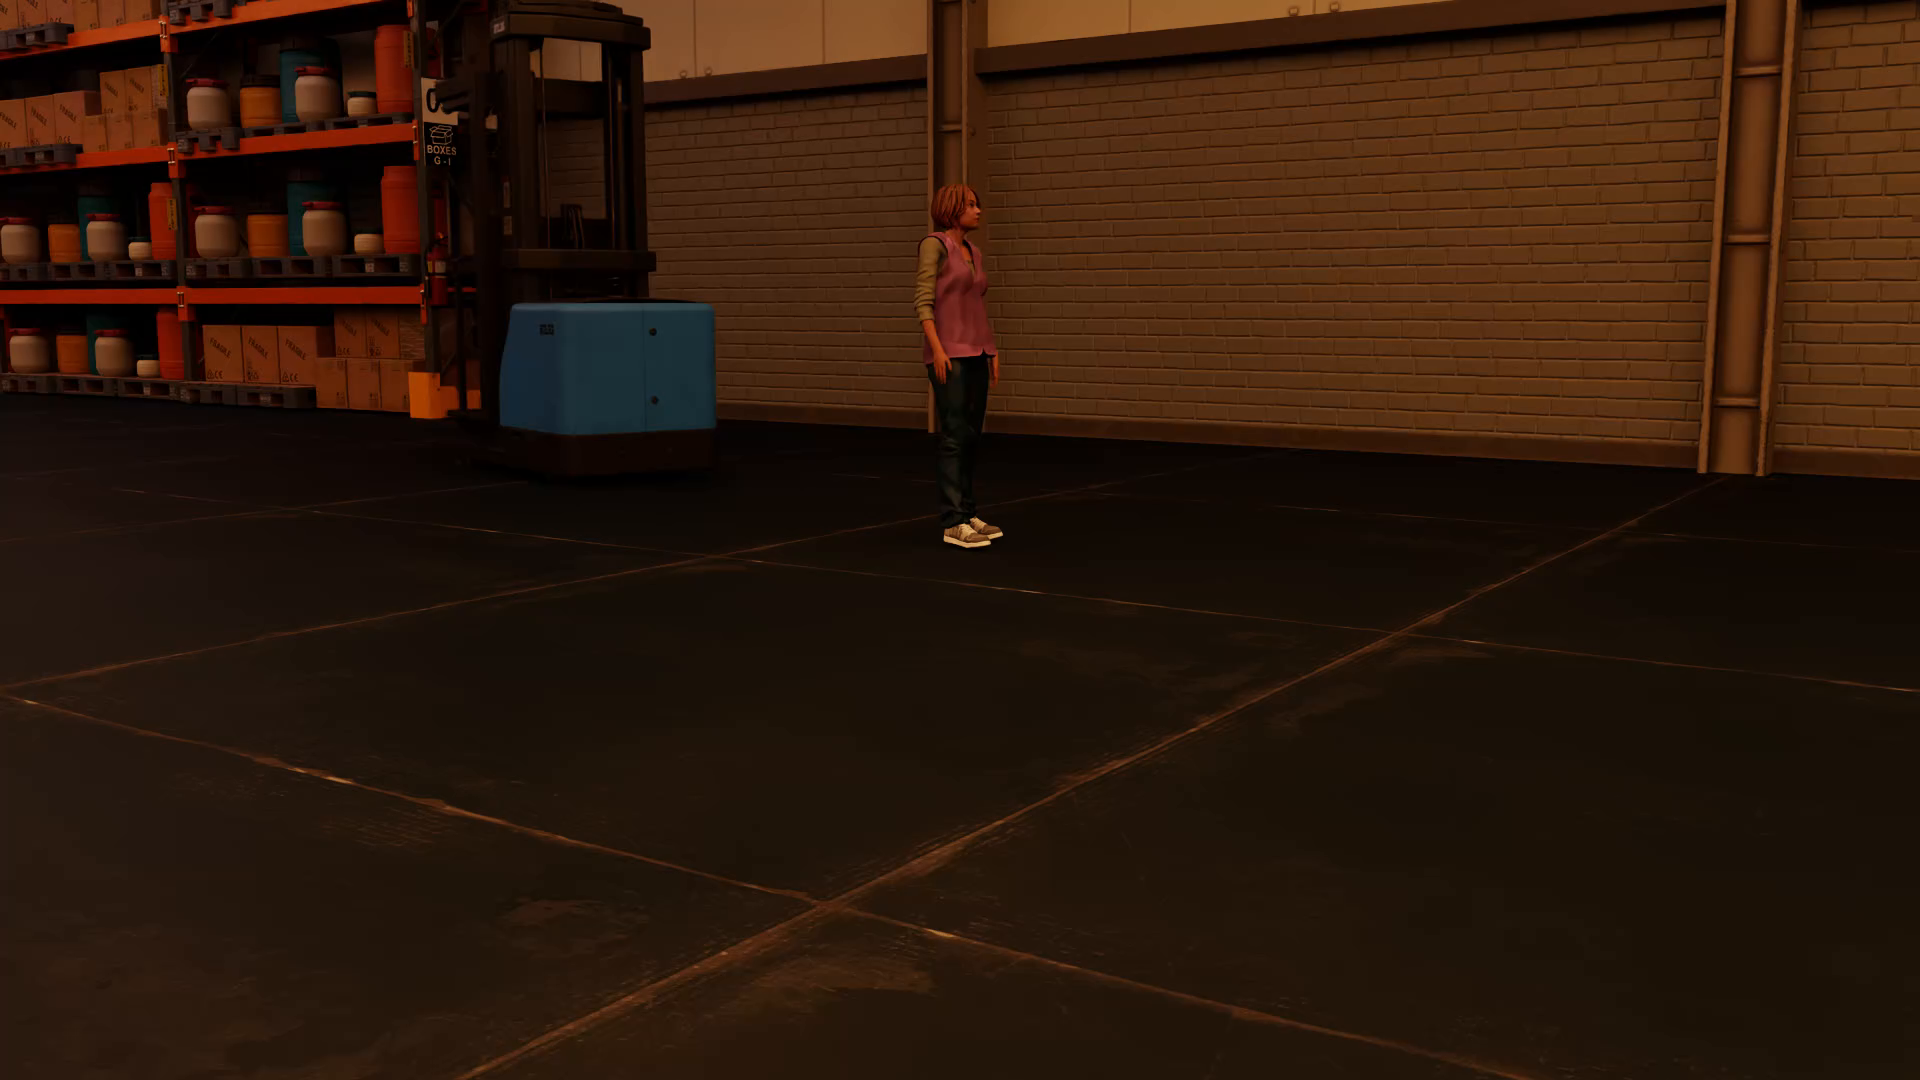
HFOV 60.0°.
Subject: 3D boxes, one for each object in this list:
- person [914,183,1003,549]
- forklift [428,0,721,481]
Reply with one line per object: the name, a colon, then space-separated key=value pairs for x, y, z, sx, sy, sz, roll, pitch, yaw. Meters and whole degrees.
person: x=0.053 y=-0.791 z=7.438 sx=0.476 sy=1.597 sz=0.520 roll=5 pitch=10 yaw=34
forklift: x=-2.748 y=-1.961 z=10.984 sx=1.130 sy=2.935 sz=3.031 roll=-6 pitch=10 yaw=-35
